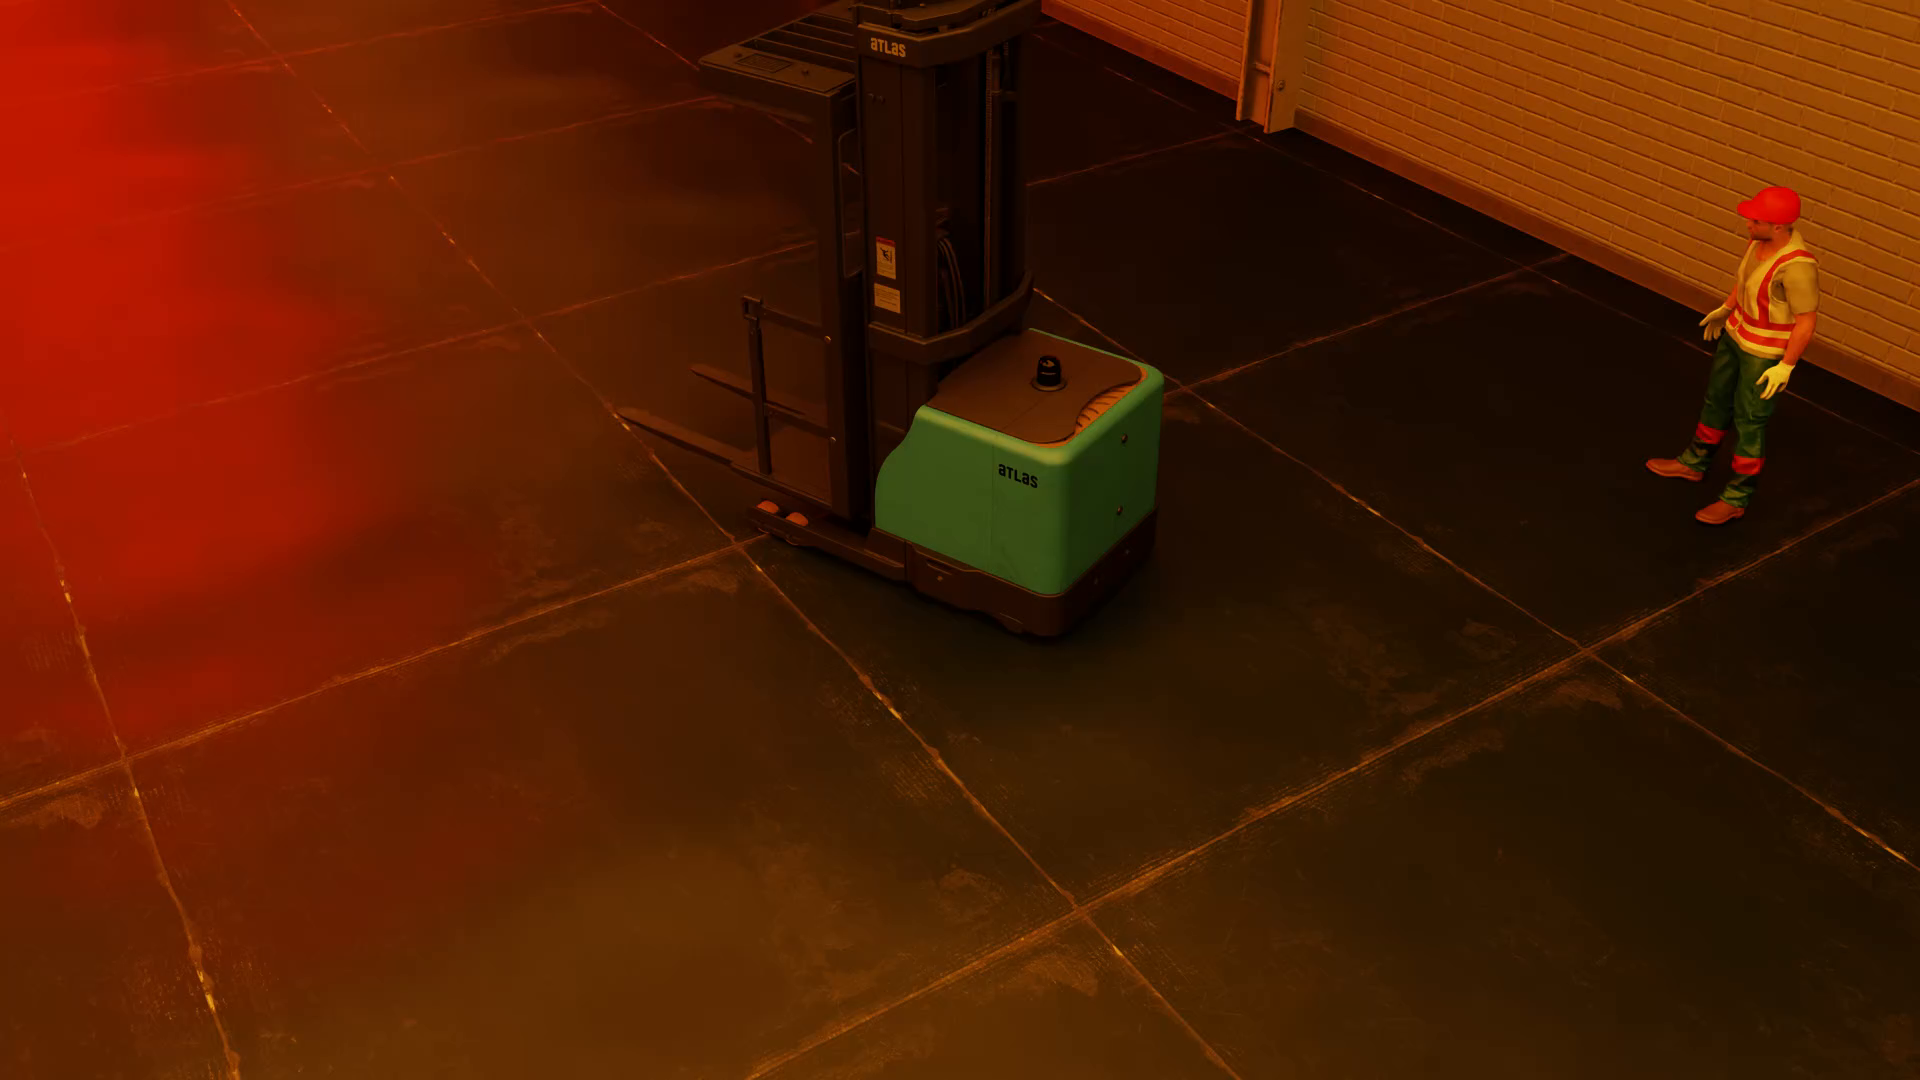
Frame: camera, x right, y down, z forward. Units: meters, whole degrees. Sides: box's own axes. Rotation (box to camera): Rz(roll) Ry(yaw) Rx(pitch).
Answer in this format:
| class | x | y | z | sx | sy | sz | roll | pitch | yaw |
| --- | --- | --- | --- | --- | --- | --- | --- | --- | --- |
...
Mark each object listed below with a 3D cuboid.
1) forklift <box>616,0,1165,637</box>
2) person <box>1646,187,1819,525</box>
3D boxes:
| class | x | y | z | sx | sy | sz | roll | pitch | yaw |
| --- | --- | --- | --- | --- | --- | --- | --- | --- | --- |
| forklift | -0.500 | -1.399 | 8.138 | 3.031 | 2.935 | 1.130 | 22 | 41 | 28 |
| person | 4.044 | -0.994 | 8.568 | 0.479 | 1.778 | 0.694 | -2 | 35 | -3 |
